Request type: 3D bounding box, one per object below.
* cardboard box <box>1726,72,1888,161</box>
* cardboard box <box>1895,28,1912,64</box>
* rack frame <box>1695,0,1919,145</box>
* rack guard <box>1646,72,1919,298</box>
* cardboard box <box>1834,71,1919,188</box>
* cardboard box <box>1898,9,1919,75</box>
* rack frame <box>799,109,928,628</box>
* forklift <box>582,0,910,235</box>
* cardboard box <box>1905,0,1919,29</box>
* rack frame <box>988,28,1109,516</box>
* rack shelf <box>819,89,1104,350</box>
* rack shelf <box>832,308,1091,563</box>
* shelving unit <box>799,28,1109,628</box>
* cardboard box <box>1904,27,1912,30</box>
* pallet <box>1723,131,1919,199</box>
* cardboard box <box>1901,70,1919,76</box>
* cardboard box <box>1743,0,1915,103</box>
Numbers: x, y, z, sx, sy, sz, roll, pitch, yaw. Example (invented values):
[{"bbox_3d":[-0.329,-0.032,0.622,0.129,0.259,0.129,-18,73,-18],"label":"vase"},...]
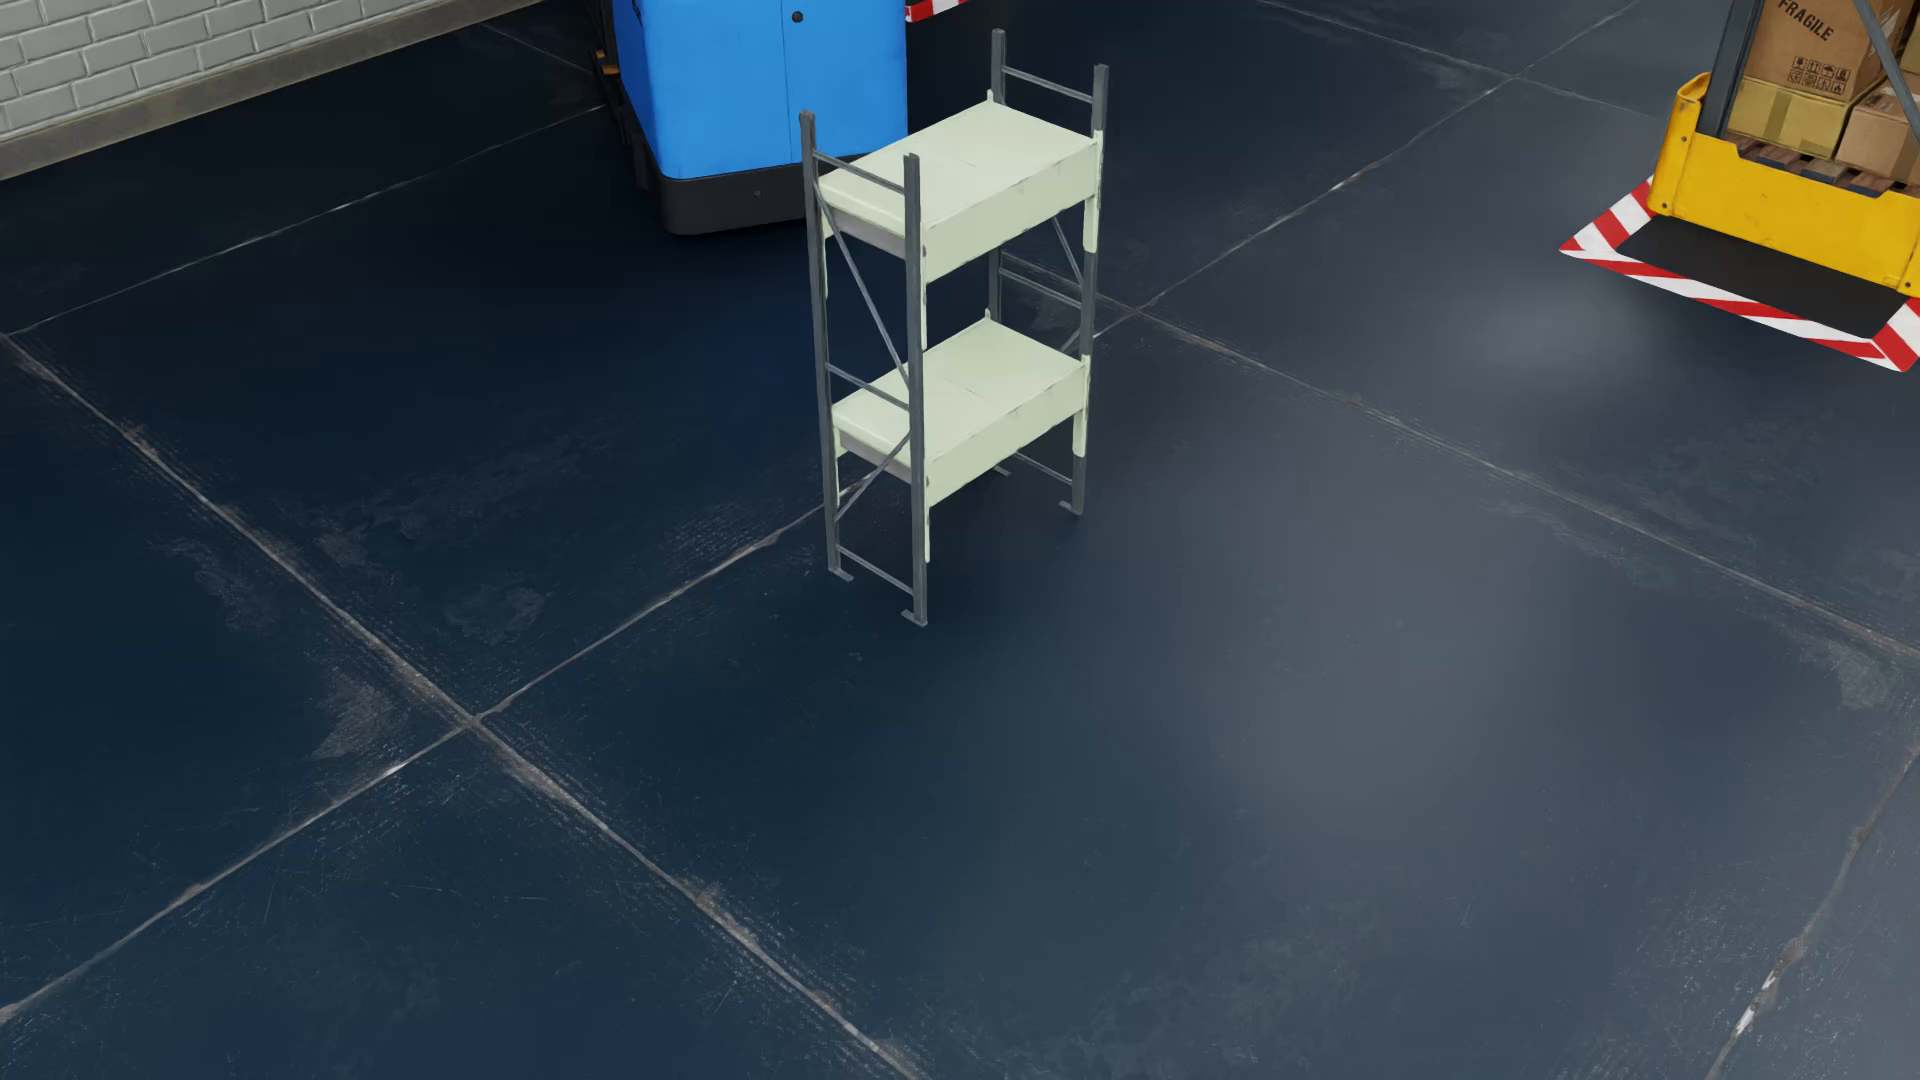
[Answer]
[{"bbox_3d":[3.578,-1.882,7.079,0.500,0.250,0.500,30,47,32],"label":"cardboard box"},{"bbox_3d":[3.906,-2.117,7.374,0.500,0.250,0.500,30,47,32],"label":"cardboard box"},{"bbox_3d":[3.434,-2.424,5.888,1.000,3.000,0.127,30,47,32],"label":"rack frame"},{"bbox_3d":[3.418,-1.434,6.652,1.175,0.500,0.348,30,47,32],"label":"rack guard"},{"bbox_3d":[3.960,-1.665,6.805,0.500,0.250,0.500,30,47,32],"label":"cardboard box"},{"bbox_3d":[4.296,-2.189,6.862,0.500,0.500,0.500,30,47,32],"label":"cardboard box"},{"bbox_3d":[-0.251,-0.416,4.568,0.400,1.500,0.023,30,47,32],"label":"rack frame"},{"bbox_3d":[-1.143,-3.292,7.035,1.130,2.935,3.031,-12,40,-14],"label":"forklift"},{"bbox_3d":[4.240,-2.642,7.432,0.500,0.500,0.500,30,47,32],"label":"cardboard box"},{"bbox_3d":[0.242,-0.752,4.991,0.400,1.500,0.023,30,47,32],"label":"rack frame"},{"bbox_3d":[-0.004,-0.889,4.536,0.431,0.370,0.720,30,47,32],"label":"rack shelf"},{"bbox_3d":[-0.004,-0.329,4.982,0.431,0.370,0.720,30,47,32],"label":"rack shelf"},{"bbox_3d":[-0.004,-0.584,4.779,0.431,1.500,0.755,30,47,32],"label":"shelving unit"},{"bbox_3d":[4.242,-2.347,7.664,0.500,0.250,0.500,30,47,32],"label":"cardboard box"},{"bbox_3d":[3.919,-1.701,7.220,1.003,0.211,1.213,30,47,32],"label":"pallet"},{"bbox_3d":[4.295,-1.896,7.096,0.500,0.250,0.500,30,47,32],"label":"cardboard box"},{"bbox_3d":[3.576,-2.177,6.846,0.500,0.500,0.500,30,47,32],"label":"cardboard box"}]
